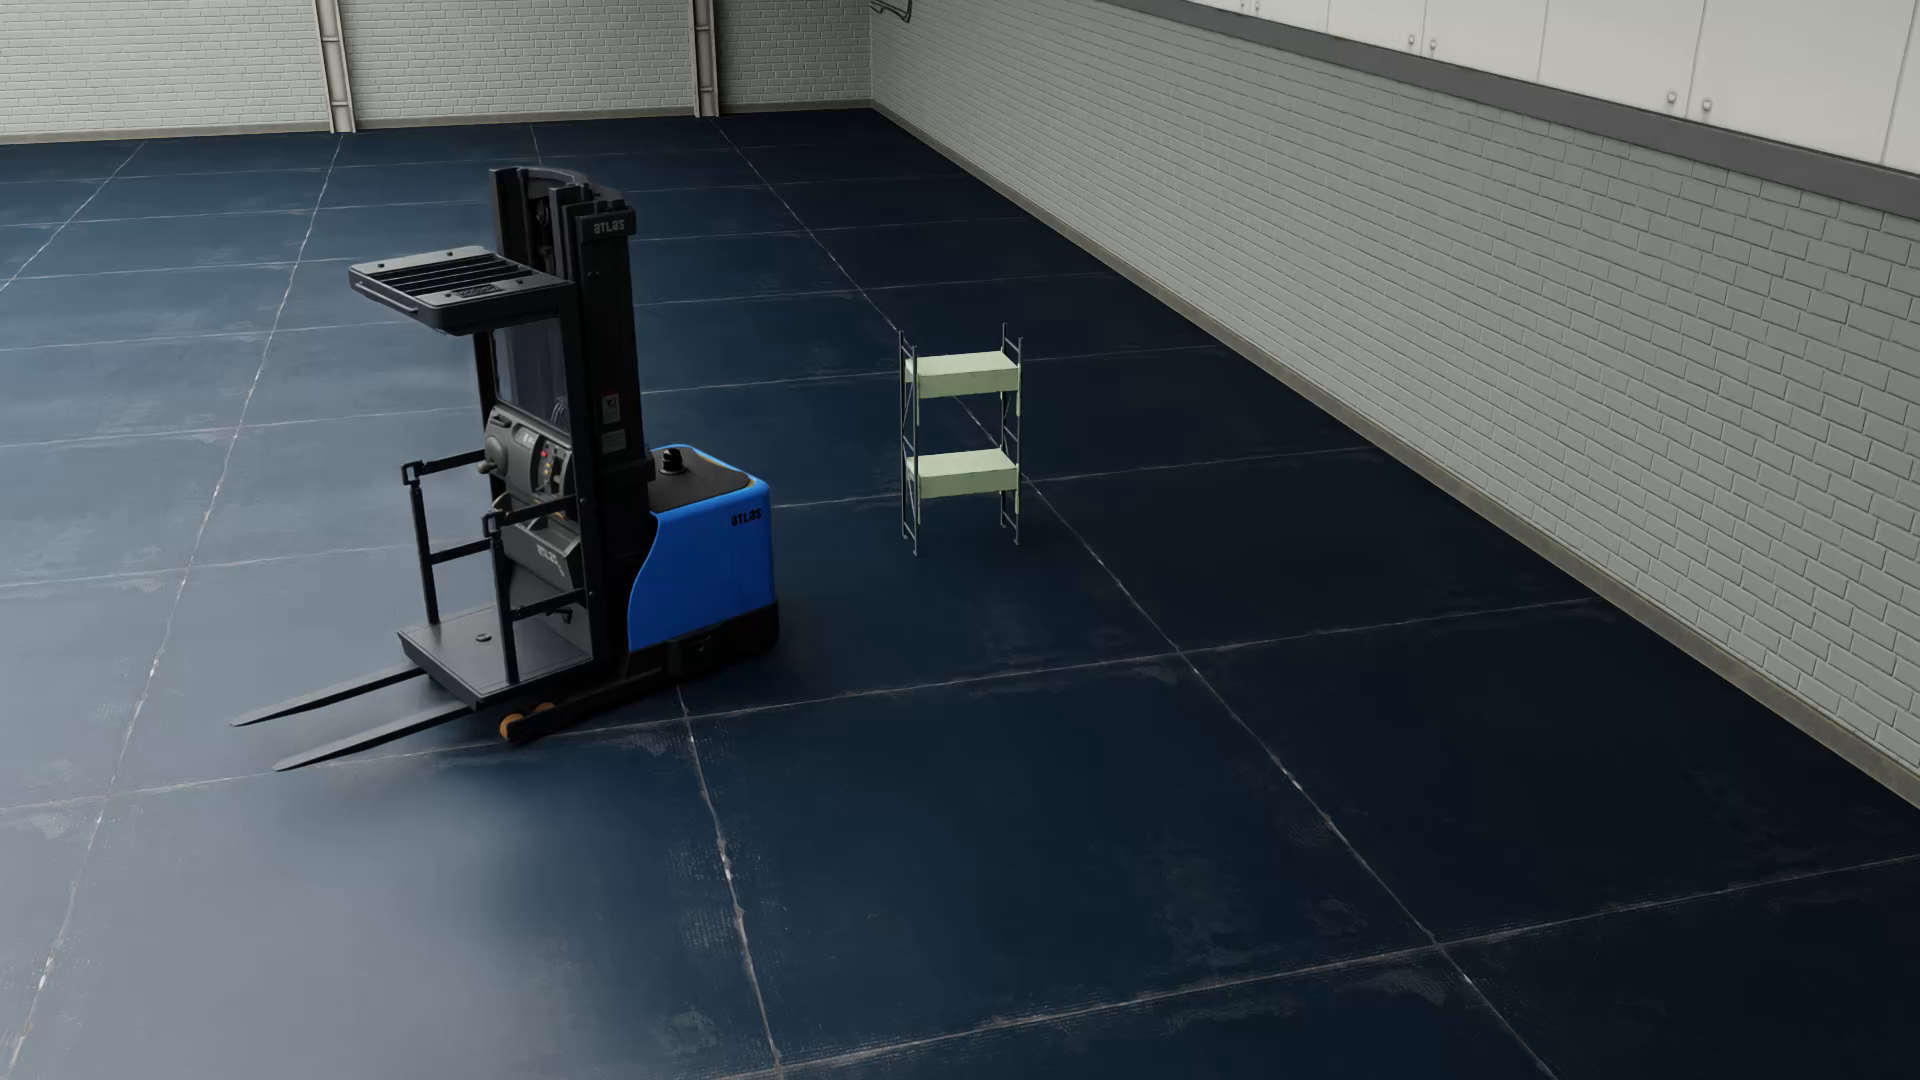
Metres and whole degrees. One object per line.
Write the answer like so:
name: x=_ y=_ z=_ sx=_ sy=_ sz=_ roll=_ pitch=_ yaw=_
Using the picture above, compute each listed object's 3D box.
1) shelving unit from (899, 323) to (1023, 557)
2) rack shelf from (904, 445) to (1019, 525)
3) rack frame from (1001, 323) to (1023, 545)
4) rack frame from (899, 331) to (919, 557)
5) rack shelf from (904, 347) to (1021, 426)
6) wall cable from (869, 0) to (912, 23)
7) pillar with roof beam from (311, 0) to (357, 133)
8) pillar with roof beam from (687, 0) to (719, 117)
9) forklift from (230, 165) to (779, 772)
shelving unit: x=0.006 y=-0.690 z=11.456 sx=0.755 sy=1.500 sz=0.431 roll=-6 pitch=24 yaw=-14
rack shelf: x=0.006 y=-0.390 z=11.584 sx=0.720 sy=0.370 sz=0.431 roll=-6 pitch=24 yaw=-14
rack frame: x=0.359 y=-0.729 z=11.547 sx=0.023 sy=1.500 sz=0.400 roll=-6 pitch=24 yaw=-14
rack frame: x=-0.346 y=-0.651 z=11.365 sx=0.023 sy=1.500 sz=0.400 roll=-6 pitch=24 yaw=-14
rack shelf: x=0.006 y=-1.049 z=11.302 sx=0.720 sy=0.370 sz=0.431 roll=-6 pitch=24 yaw=-14
wall cable: x=-1.223 y=-9.926 z=27.409 sx=0.112 sy=2.526 sz=3.097 roll=-6 pitch=24 yaw=-14
pillar with roof beam: x=-9.031 y=-9.268 z=21.937 sx=0.400 sy=9.000 sz=9.100 roll=-6 pitch=24 yaw=-14
pillar with roof beam: x=-3.254 y=-9.907 z=23.426 sx=0.400 sy=9.000 sz=9.100 roll=-6 pitch=24 yaw=-14
forklift: x=-2.552 y=-0.458 z=9.100 sx=3.031 sy=2.935 sz=1.130 roll=-19 pitch=30 yaw=-37
